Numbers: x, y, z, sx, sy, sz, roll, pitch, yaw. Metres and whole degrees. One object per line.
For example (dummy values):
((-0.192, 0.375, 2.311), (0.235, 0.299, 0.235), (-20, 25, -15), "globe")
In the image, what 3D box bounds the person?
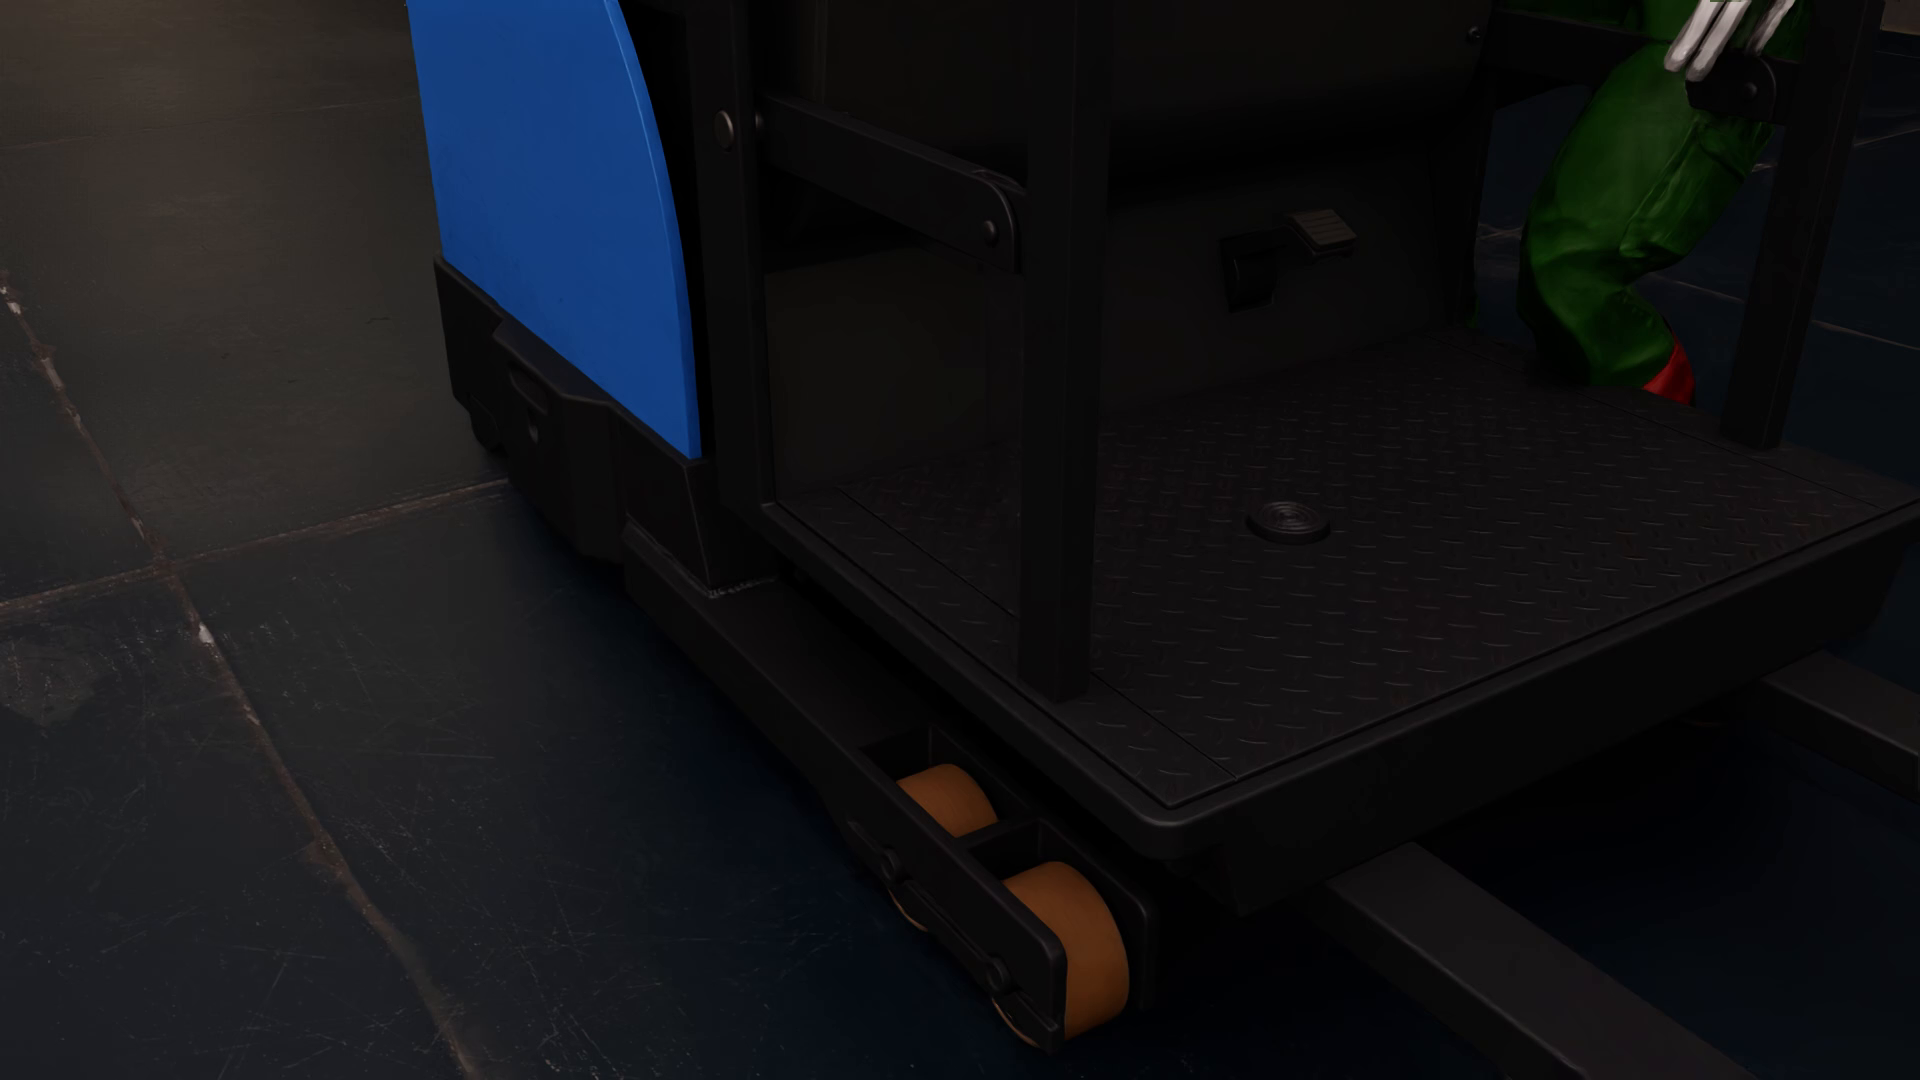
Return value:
((0.813, -0.752, 2.056), (0.610, 1.687, 0.778), (-3, 27, -6), "person")

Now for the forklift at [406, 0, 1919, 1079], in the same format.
((0.351, -1.080, 1.385), (1.130, 2.935, 3.031), (-16, 31, -29), "forklift")
